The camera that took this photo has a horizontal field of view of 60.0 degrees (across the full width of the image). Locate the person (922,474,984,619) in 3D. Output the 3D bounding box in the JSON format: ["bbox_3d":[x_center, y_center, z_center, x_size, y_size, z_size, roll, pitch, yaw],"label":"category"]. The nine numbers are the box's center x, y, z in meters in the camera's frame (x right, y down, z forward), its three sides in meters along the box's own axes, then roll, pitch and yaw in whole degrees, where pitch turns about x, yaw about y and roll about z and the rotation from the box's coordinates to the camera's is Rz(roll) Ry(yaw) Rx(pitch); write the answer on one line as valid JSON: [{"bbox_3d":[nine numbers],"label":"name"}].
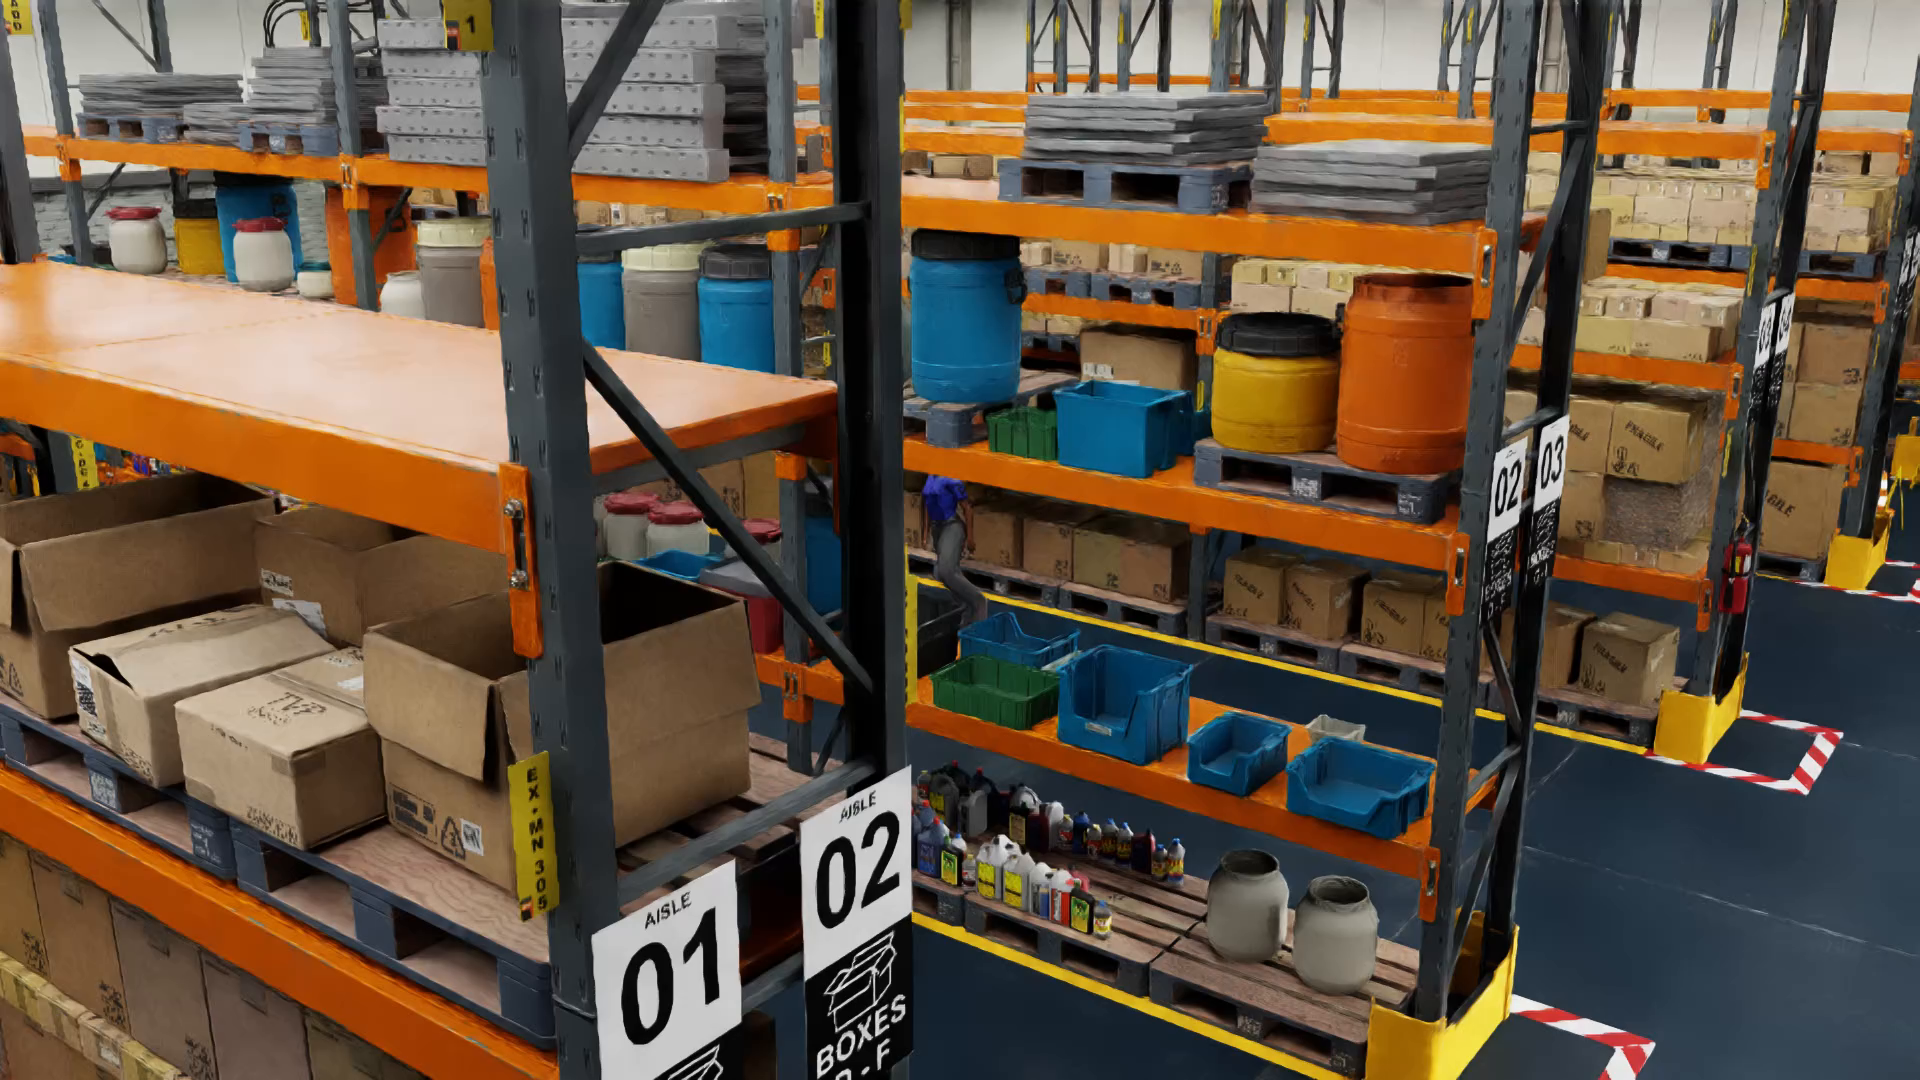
[{"bbox_3d":[-0.107,-0.067,14.176,0.427,1.559,0.589,-10,20,-31],"label":"person"}]
